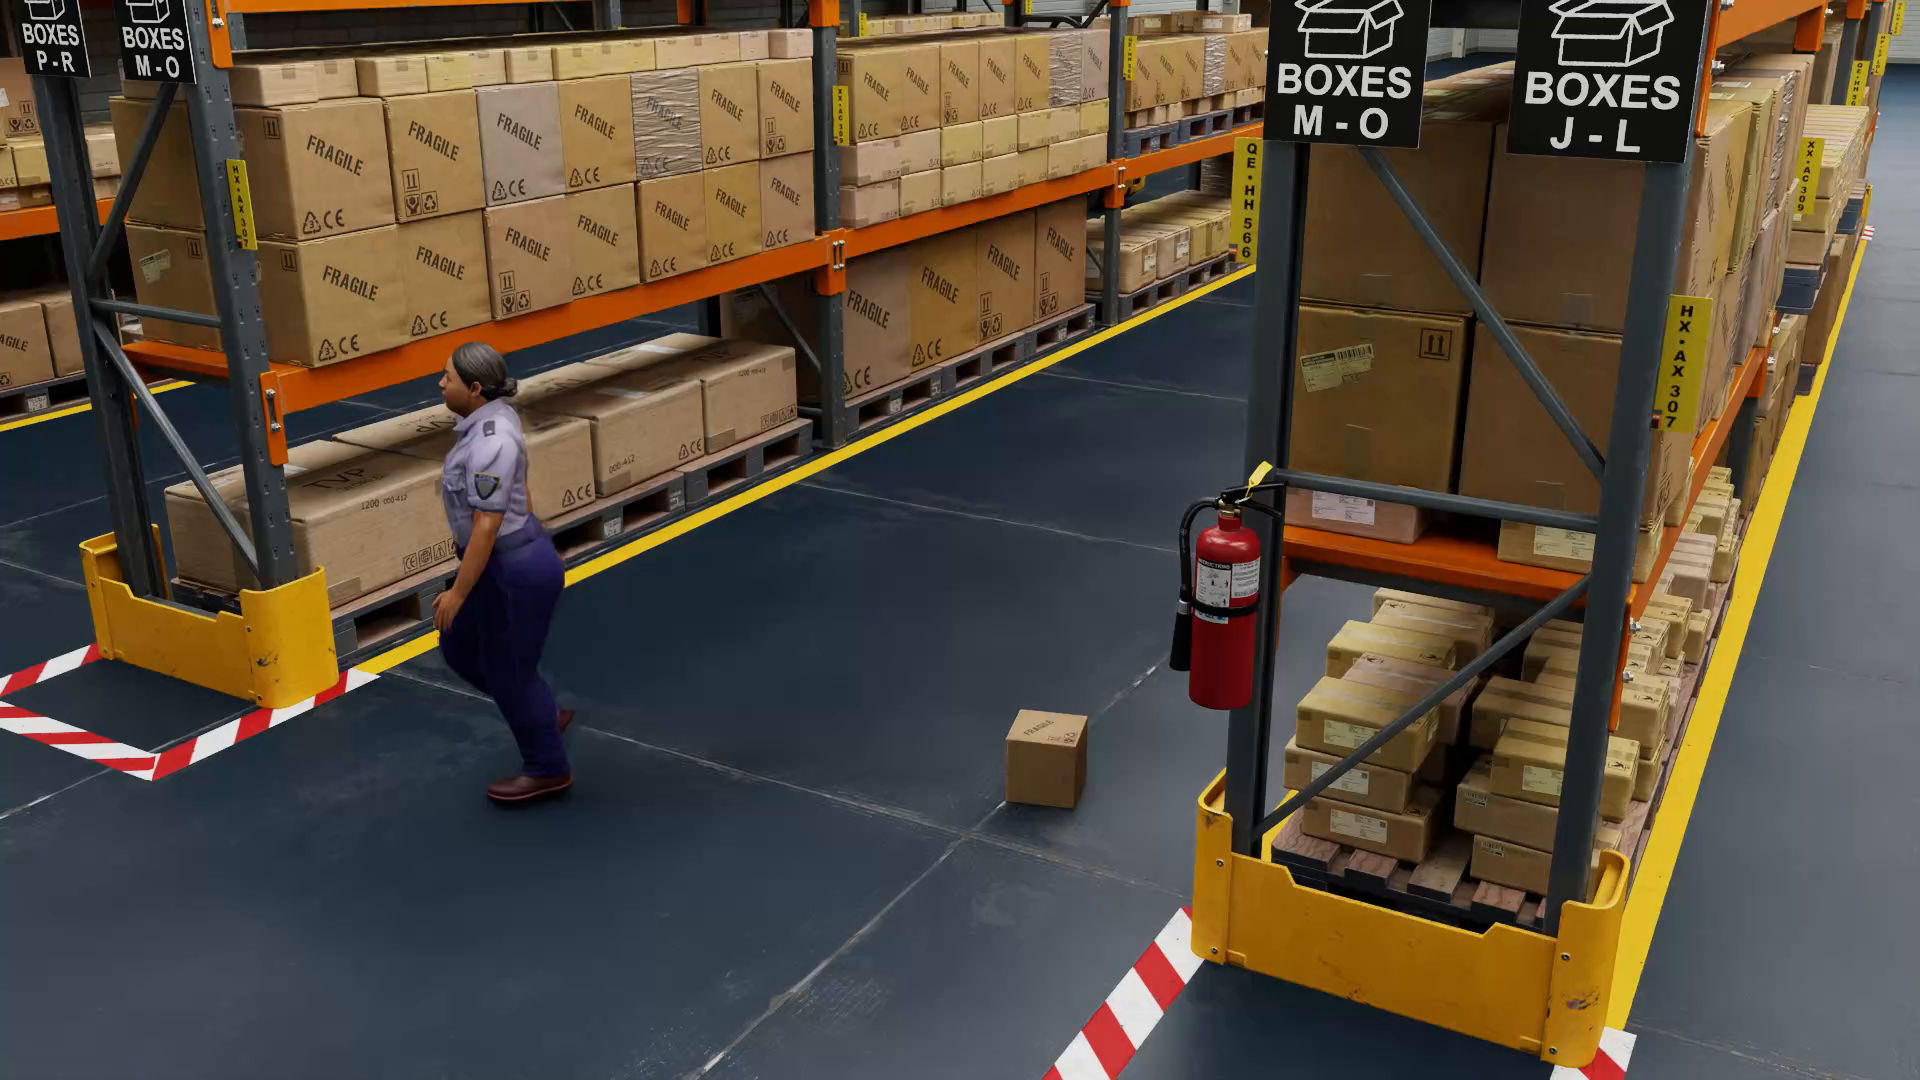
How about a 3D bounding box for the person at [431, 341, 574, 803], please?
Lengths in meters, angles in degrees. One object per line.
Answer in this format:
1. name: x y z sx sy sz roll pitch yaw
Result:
1. person: -1.590 0.121 5.714 0.446 1.648 0.540 -6 20 -16
